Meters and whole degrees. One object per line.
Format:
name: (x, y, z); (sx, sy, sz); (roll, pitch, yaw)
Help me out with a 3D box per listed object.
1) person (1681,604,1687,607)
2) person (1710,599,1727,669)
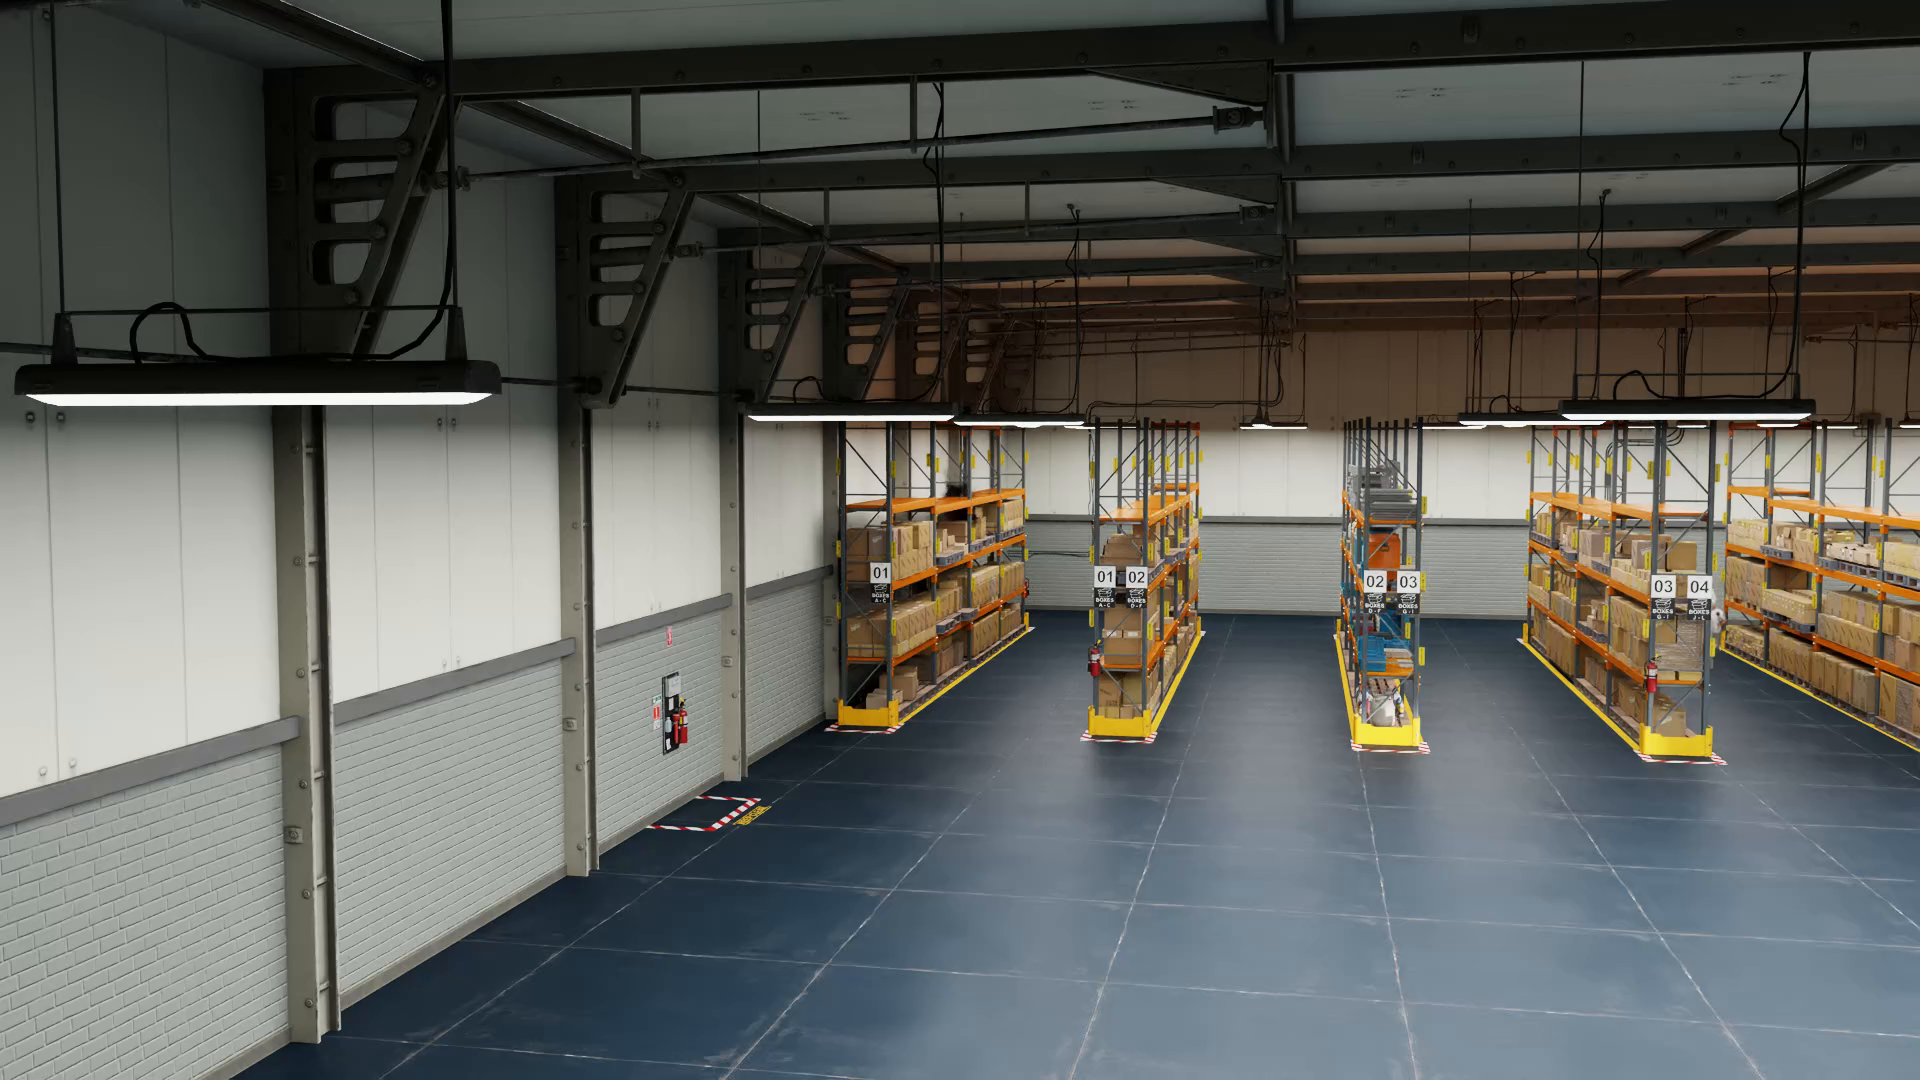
person: (18.959, 1.977, 44.168); (0.736, 1.728, 1.014); (2, 4, 27)
person: (18.380, 2.272, 40.601); (0.598, 1.677, 0.830); (1, 4, 18)
